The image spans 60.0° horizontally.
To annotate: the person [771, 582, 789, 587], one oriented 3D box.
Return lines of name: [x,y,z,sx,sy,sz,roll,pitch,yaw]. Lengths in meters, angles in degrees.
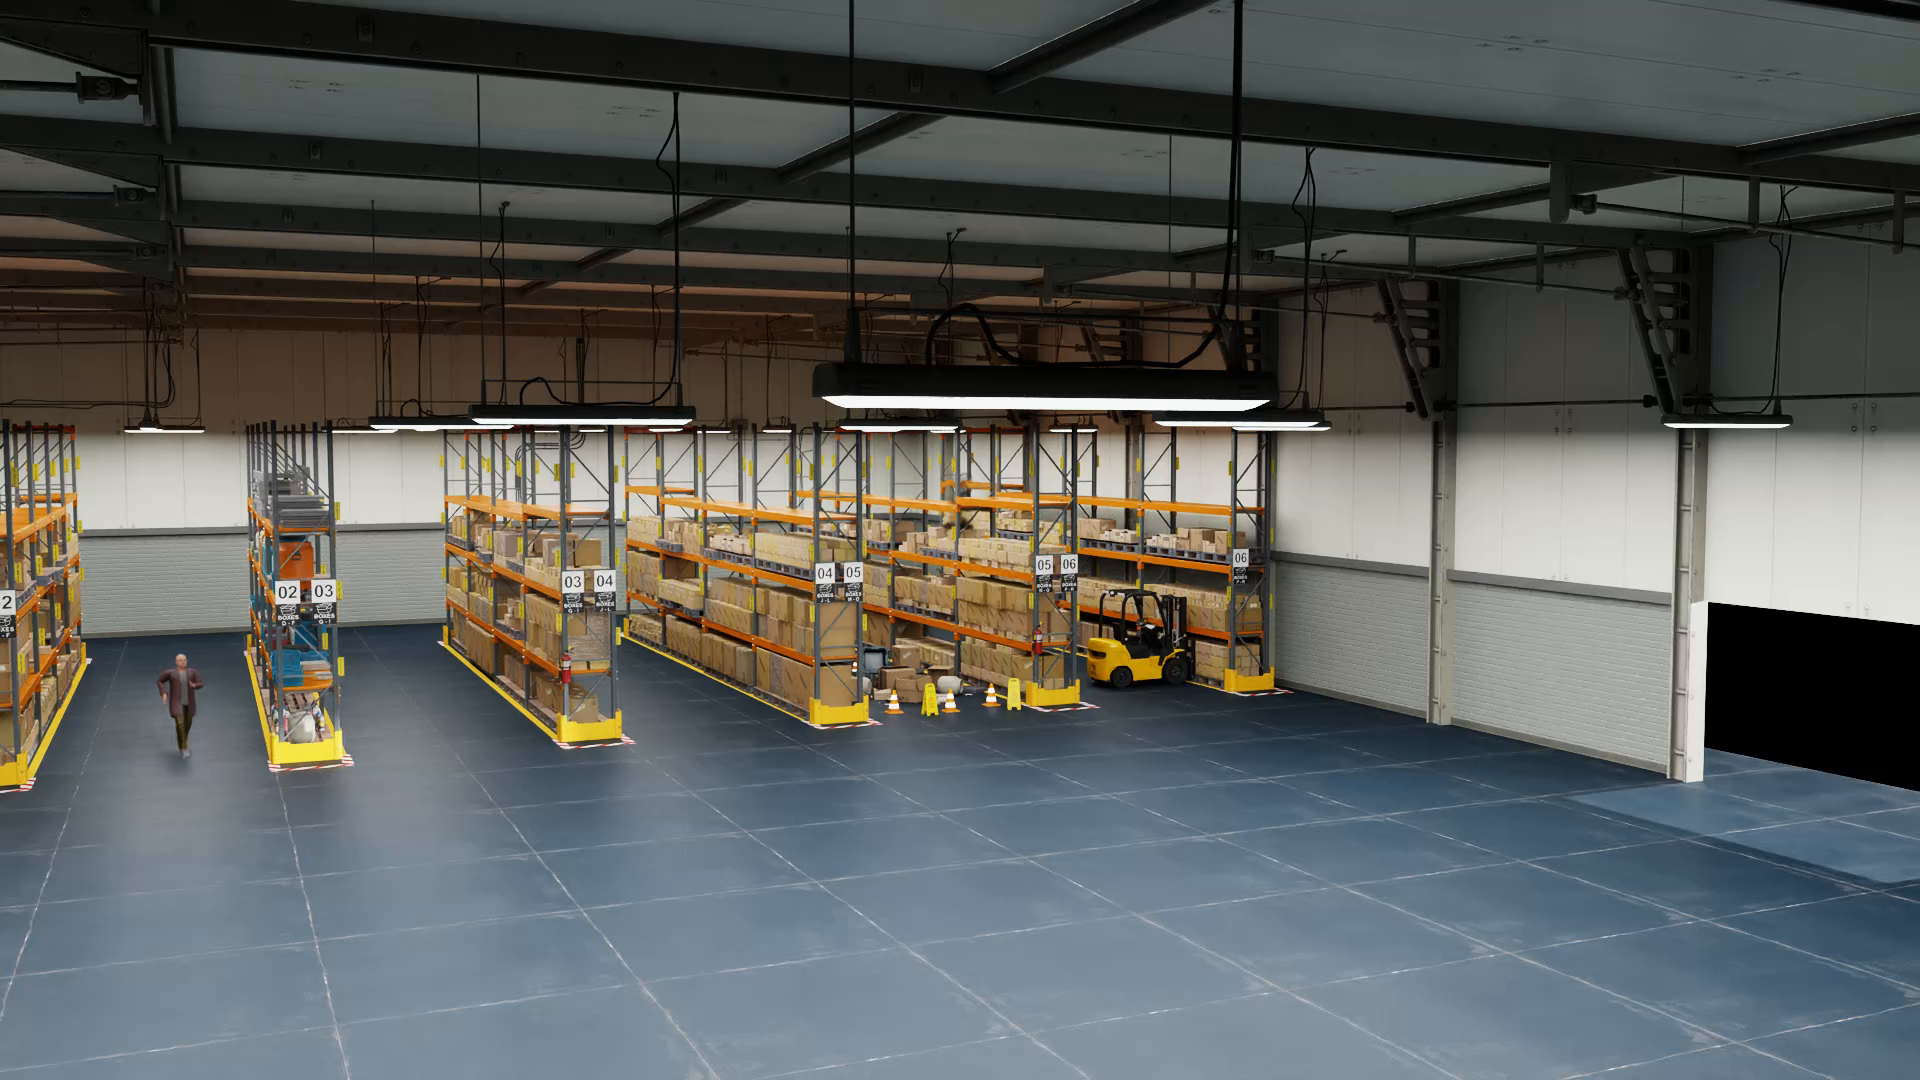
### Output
person: [-5.337,1.729,50.915,0.924,1.661,0.562,0,4,-7]

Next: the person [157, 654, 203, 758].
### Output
person: [-13.944,2.944,29.817,0.692,1.799,1.012,-3,5,-42]
